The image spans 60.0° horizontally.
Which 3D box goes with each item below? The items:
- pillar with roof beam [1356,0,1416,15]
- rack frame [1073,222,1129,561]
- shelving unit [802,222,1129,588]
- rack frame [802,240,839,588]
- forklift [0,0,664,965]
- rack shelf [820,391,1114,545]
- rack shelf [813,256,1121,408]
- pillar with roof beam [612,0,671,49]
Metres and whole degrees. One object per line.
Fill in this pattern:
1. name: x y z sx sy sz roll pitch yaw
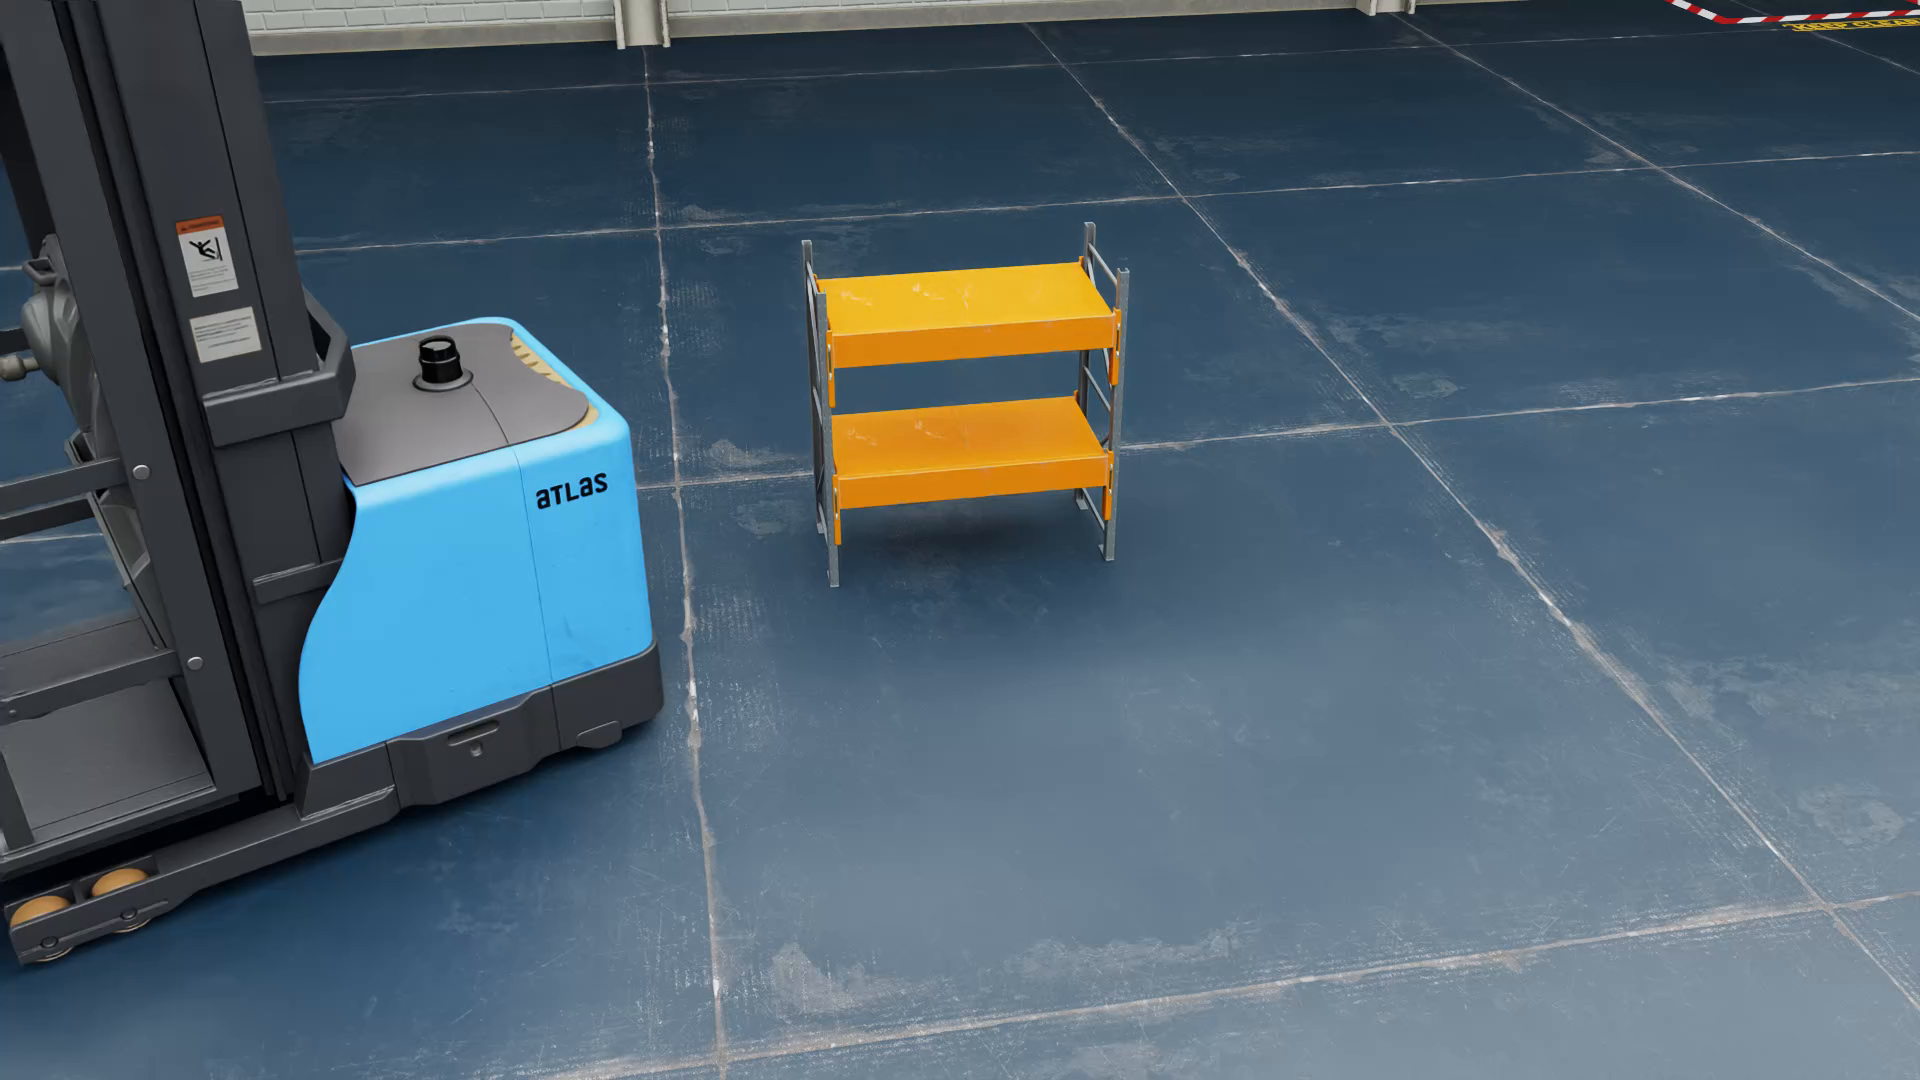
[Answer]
1. pillar with roof beam: 4.259 -6.081 7.714 0.400 9.000 9.100 -5 31 -9
2. rack frame: 0.507 -0.532 6.045 0.032 1.125 0.500 -5 31 -9
3. shelving unit: 0.007 -0.486 5.966 1.048 1.125 0.538 -5 31 -9
4. rack frame: -0.493 -0.439 5.887 0.032 1.125 0.500 -5 31 -9
5. forklift: -2.440 -0.464 4.148 3.031 2.935 1.130 -19 35 -29
6. rack shelf: 0.007 -0.275 6.090 1.000 0.278 0.538 -5 31 -9
7. rack shelf: 0.007 -0.738 5.818 1.000 0.278 0.538 -5 31 -9
8. pillar with roof beam: -1.642 -5.533 6.782 0.400 9.000 9.100 -5 31 -9
